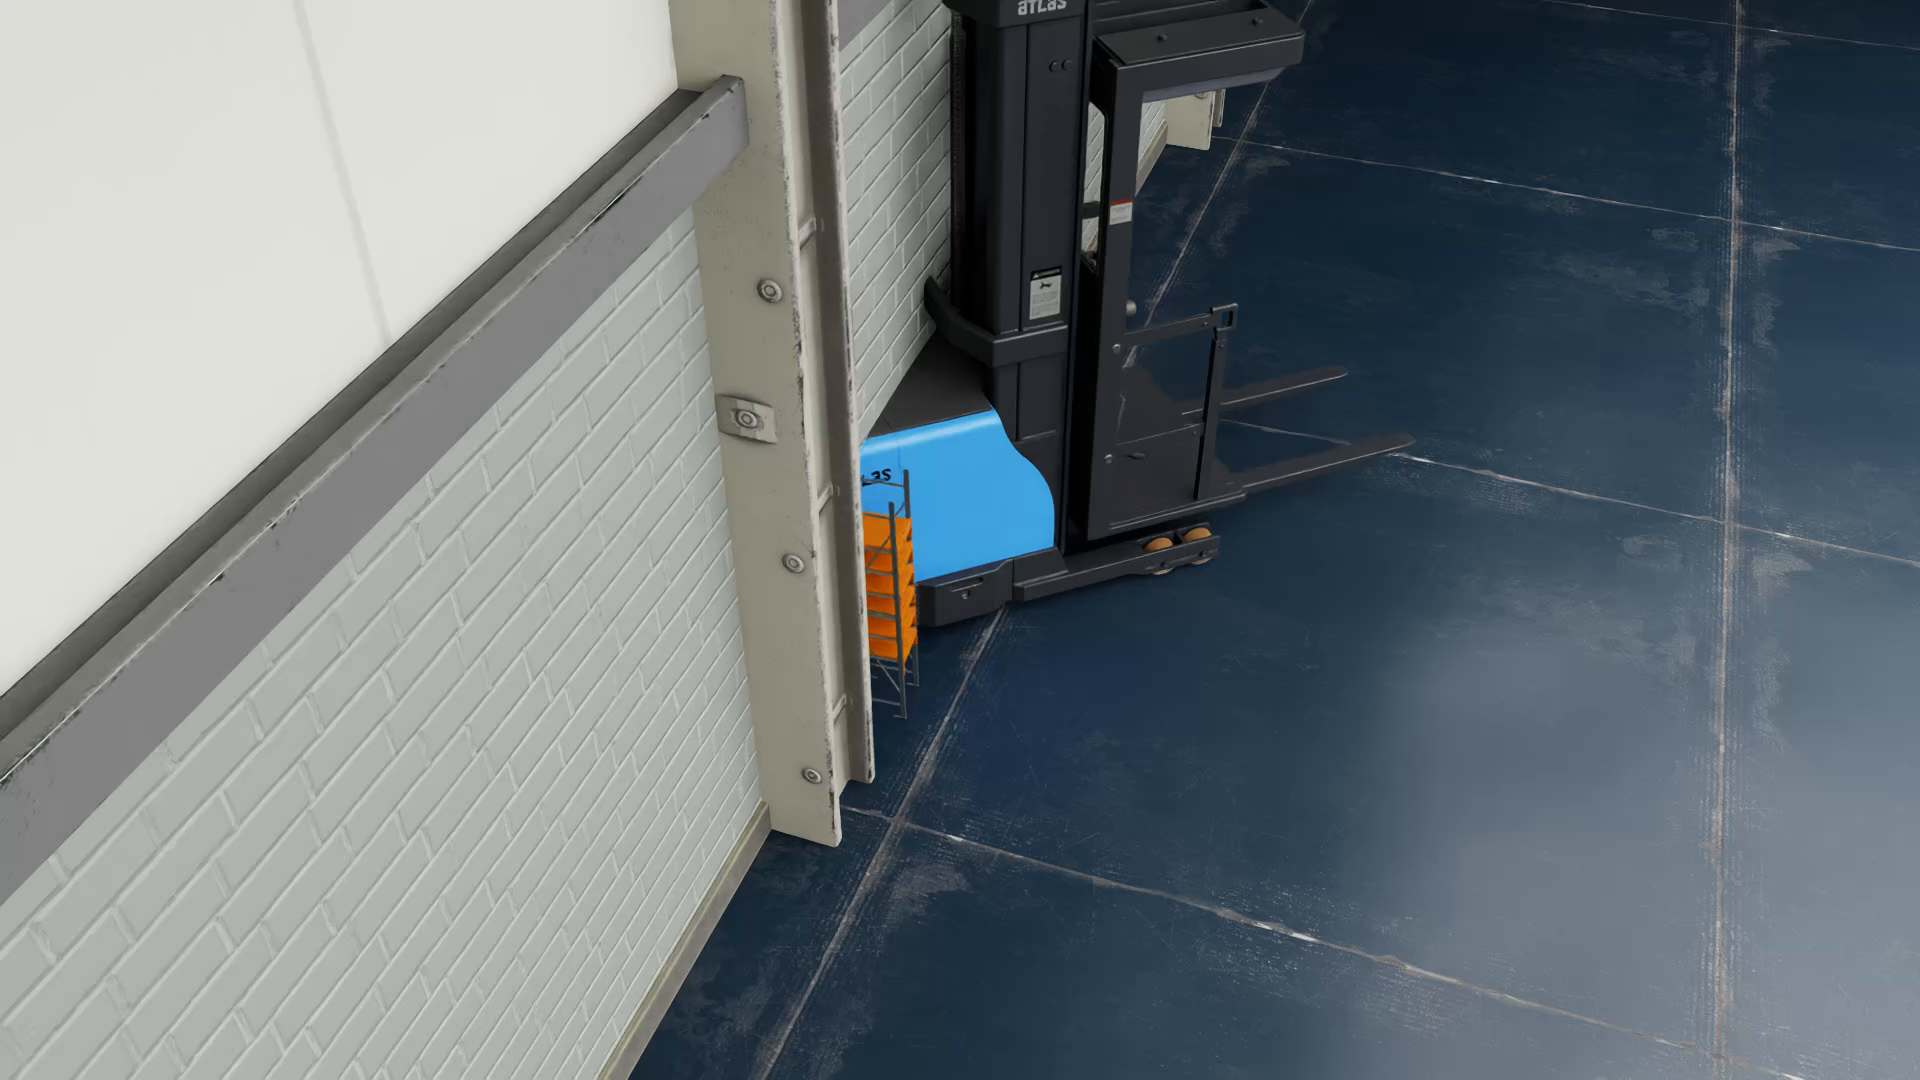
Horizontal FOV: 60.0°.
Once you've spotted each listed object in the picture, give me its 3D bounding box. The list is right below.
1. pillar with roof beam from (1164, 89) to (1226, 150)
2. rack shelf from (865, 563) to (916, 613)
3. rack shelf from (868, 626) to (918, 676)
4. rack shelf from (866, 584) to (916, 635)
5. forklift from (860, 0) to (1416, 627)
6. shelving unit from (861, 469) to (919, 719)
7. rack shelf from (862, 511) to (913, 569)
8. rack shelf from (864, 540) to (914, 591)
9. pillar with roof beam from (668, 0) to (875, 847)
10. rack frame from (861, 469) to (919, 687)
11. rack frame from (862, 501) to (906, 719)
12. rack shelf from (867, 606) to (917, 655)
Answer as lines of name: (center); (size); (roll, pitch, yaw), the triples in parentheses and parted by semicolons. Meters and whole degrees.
pillar with roof beam: (5.550, -5.111, 6.761); (9.100, 9.000, 0.400); (13, 42, 15)
rack shelf: (-0.322, 0.164, 6.463); (0.258, 0.103, 0.180); (10, 45, 12)
rack shelf: (-0.317, 0.425, 6.711); (0.258, 0.103, 0.180); (10, 45, 12)
rack shelf: (-0.321, 0.251, 6.546); (0.258, 0.103, 0.180); (10, 45, 12)
forklift: (0.642, -1.265, 6.928); (3.031, 2.935, 1.130); (-14, 42, -16)
shelving unit: (-0.321, 0.219, 6.515); (0.258, 1.200, 0.189); (10, 45, 12)
rack shelf: (-0.326, -0.010, 6.298); (0.258, 0.103, 0.180); (10, 45, 12)
rack shelf: (-0.324, 0.077, 6.381); (0.258, 0.103, 0.180); (10, 45, 12)
pillar with roof beam: (3.498, -1.452, 2.472); (9.100, 9.000, 0.400); (13, 42, 15)
rack frame: (-0.297, 0.158, 6.579); (0.240, 1.200, 0.006); (10, 45, 12)
rack frame: (-0.345, 0.280, 6.452); (0.240, 1.200, 0.006); (10, 45, 12)
rack shelf: (-0.319, 0.338, 6.628); (0.258, 0.103, 0.180); (10, 45, 12)
